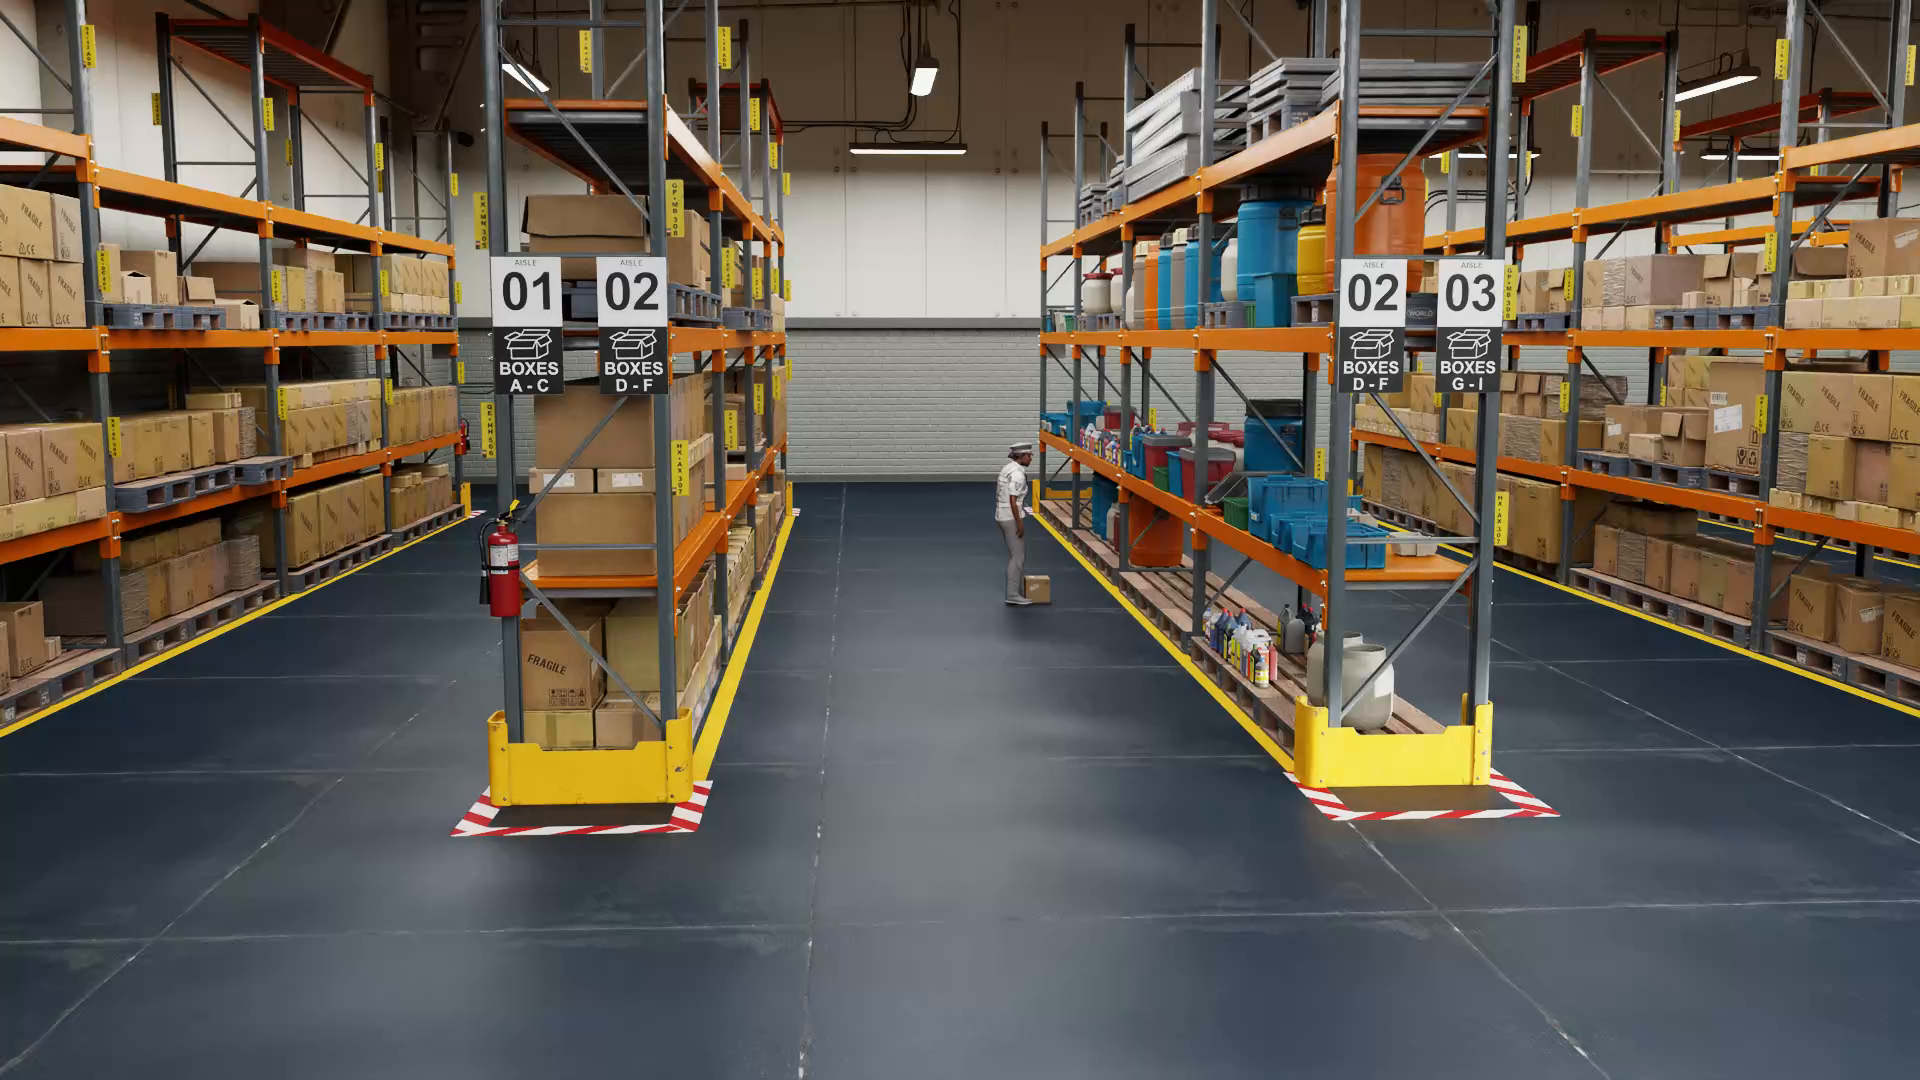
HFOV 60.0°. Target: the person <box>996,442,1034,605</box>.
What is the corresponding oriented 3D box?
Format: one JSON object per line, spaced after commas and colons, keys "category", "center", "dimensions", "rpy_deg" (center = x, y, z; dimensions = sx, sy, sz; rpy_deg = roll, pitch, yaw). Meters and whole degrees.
{"category": "person", "center": [0.583, -0.182, 17.242], "dimensions": [0.416, 1.659, 0.509], "rpy_deg": [0, 7, -4]}
